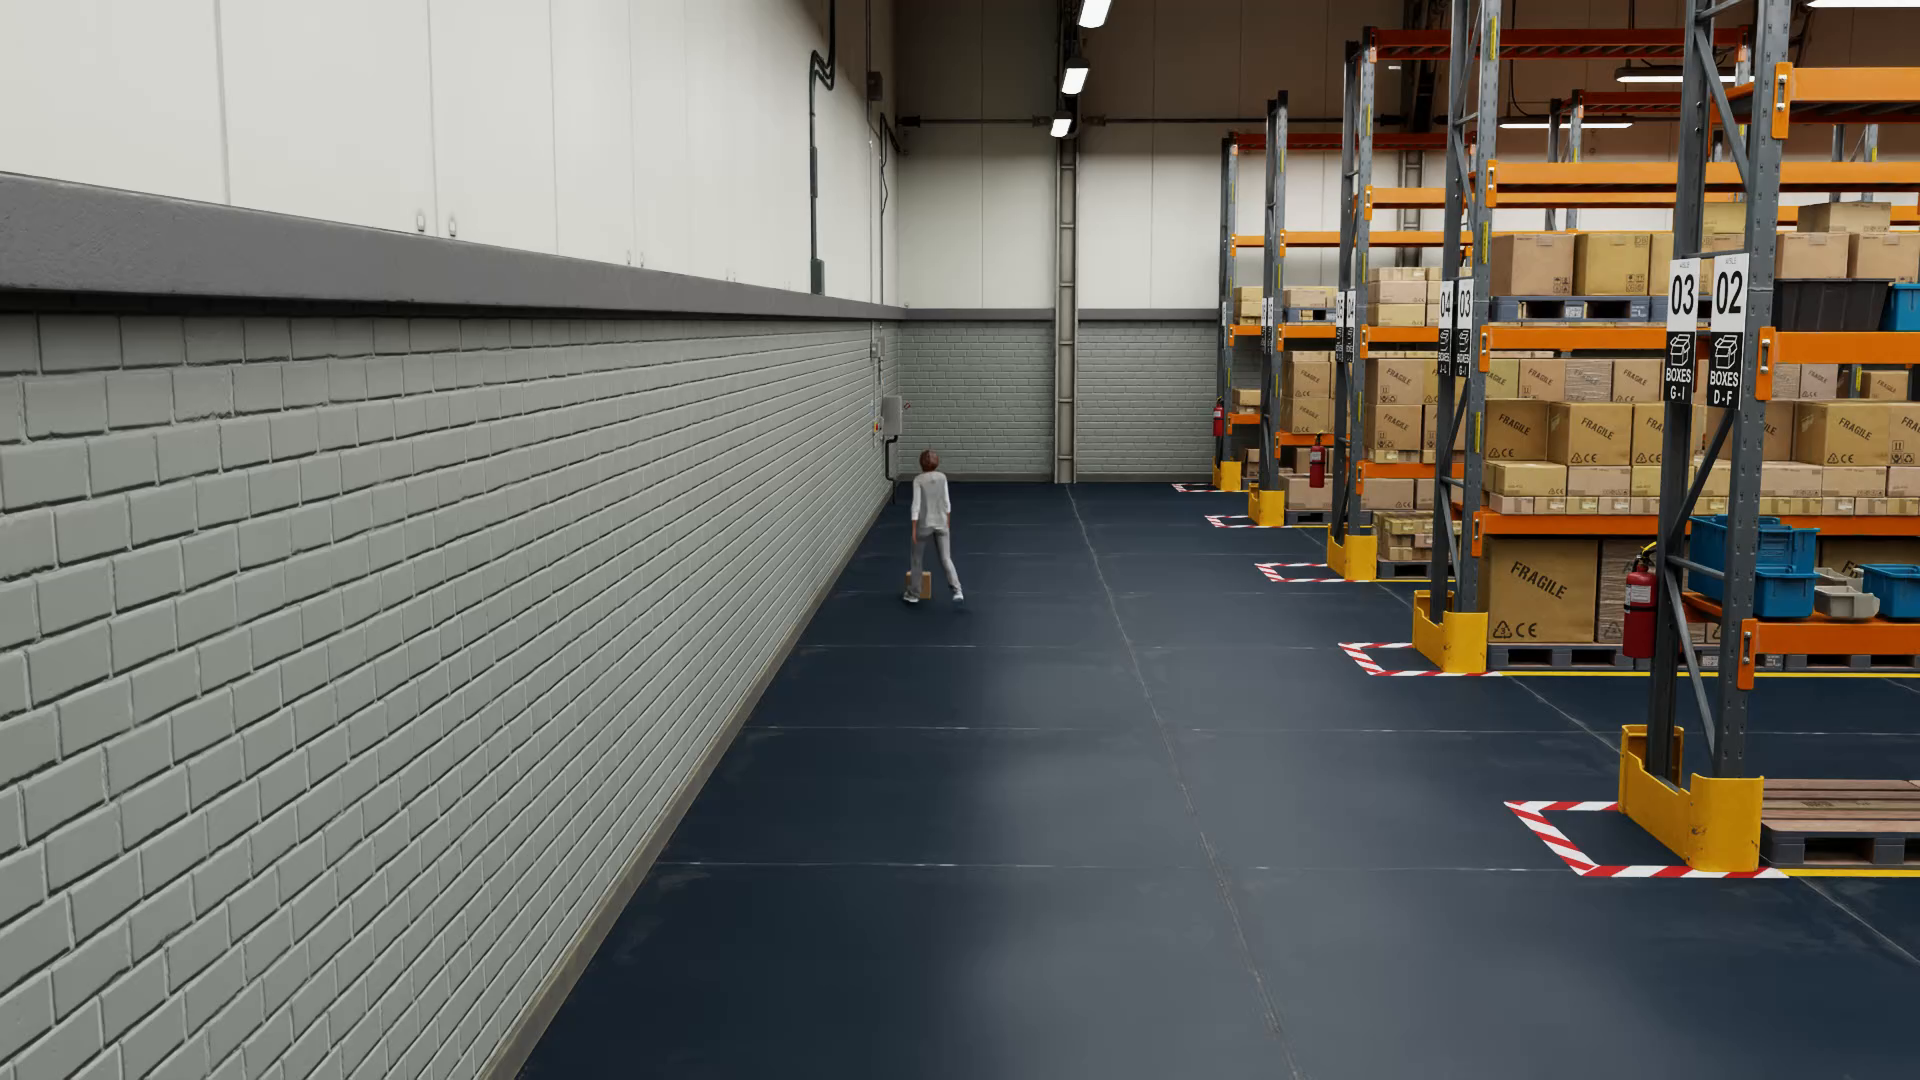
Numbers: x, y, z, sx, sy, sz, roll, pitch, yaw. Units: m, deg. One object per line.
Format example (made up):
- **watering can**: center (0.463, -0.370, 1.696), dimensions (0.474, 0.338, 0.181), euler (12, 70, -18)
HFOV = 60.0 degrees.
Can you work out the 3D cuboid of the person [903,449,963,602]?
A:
- **person**: center (-0.284, -0.132, 16.740), dimensions (0.473, 1.564, 0.809), euler (-3, 8, -21)
